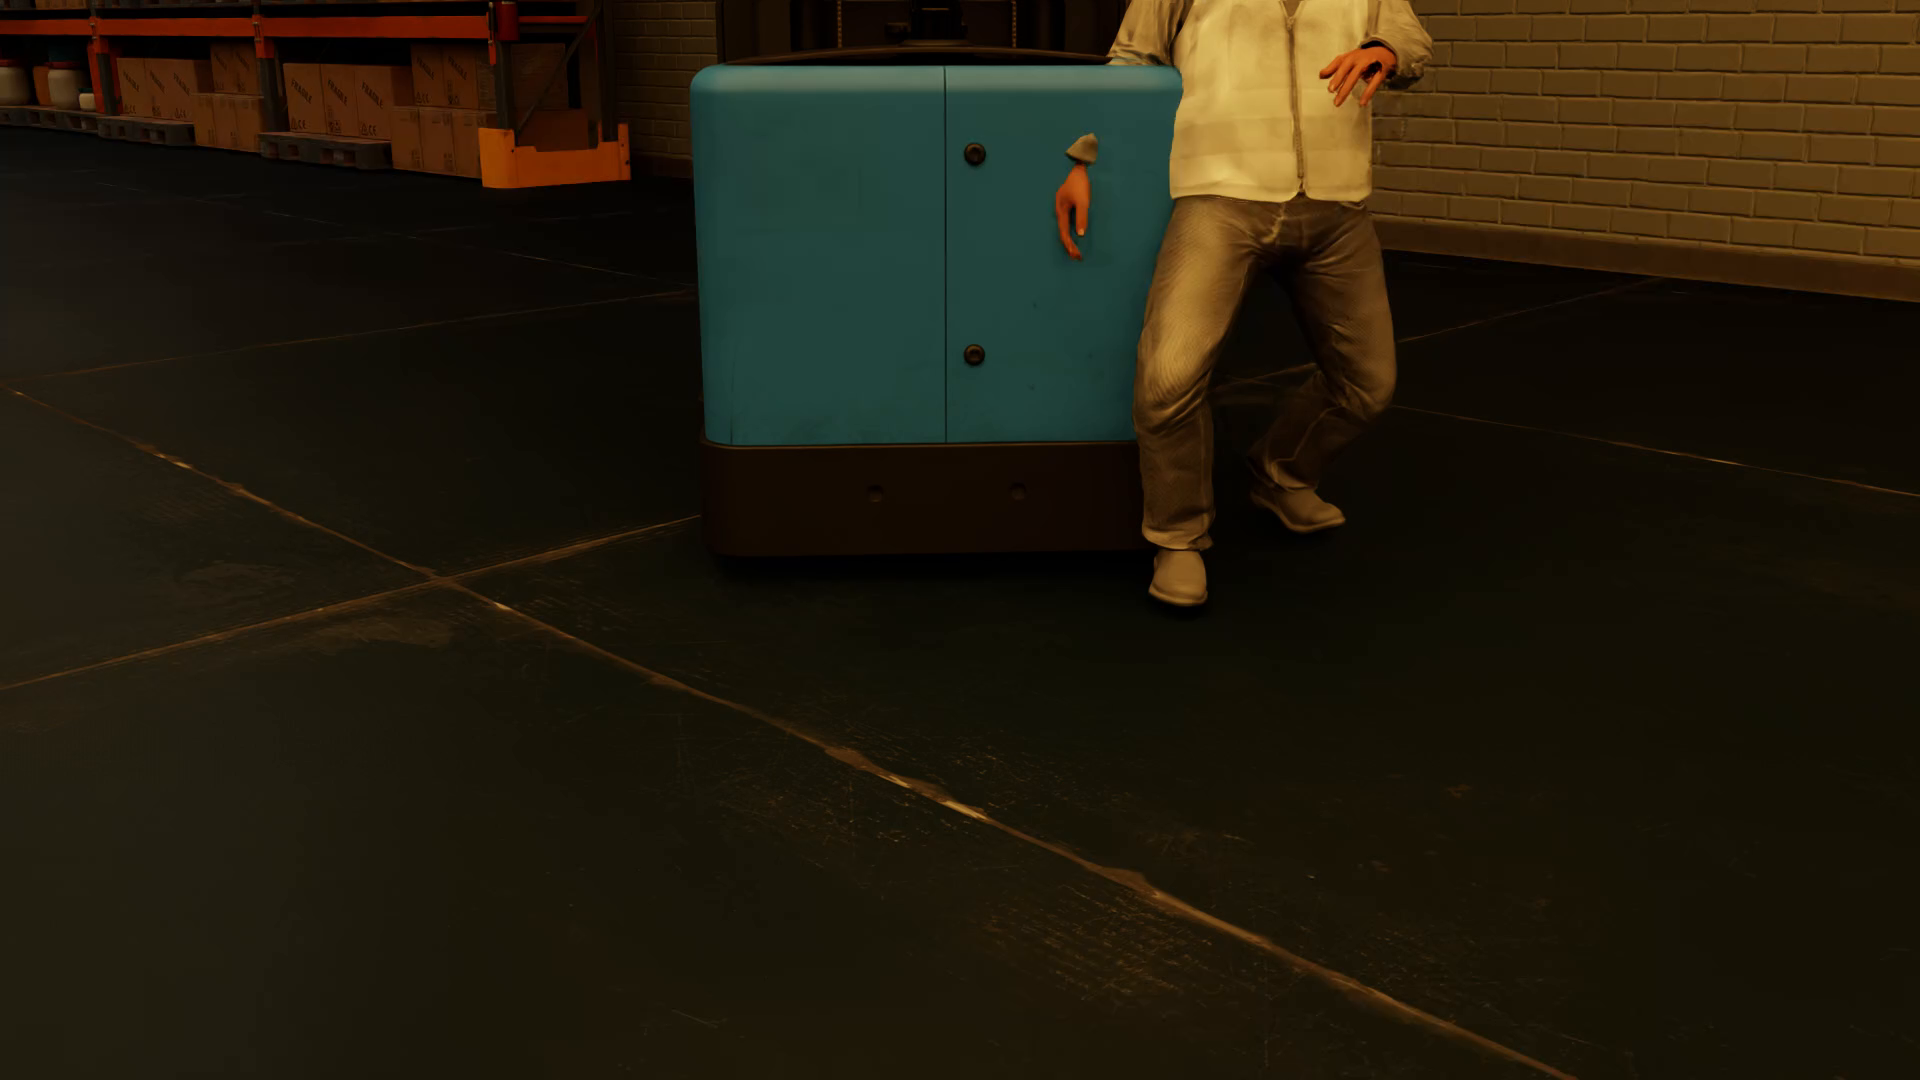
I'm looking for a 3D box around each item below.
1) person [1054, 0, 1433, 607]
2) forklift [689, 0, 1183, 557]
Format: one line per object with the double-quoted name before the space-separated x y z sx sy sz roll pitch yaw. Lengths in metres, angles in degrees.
"person" 0.583 -0.704 3.391 0.781 1.629 0.835 -4 18 -14
"forklift" -0.118 -1.747 4.587 1.130 2.935 3.031 -1 17 -3
